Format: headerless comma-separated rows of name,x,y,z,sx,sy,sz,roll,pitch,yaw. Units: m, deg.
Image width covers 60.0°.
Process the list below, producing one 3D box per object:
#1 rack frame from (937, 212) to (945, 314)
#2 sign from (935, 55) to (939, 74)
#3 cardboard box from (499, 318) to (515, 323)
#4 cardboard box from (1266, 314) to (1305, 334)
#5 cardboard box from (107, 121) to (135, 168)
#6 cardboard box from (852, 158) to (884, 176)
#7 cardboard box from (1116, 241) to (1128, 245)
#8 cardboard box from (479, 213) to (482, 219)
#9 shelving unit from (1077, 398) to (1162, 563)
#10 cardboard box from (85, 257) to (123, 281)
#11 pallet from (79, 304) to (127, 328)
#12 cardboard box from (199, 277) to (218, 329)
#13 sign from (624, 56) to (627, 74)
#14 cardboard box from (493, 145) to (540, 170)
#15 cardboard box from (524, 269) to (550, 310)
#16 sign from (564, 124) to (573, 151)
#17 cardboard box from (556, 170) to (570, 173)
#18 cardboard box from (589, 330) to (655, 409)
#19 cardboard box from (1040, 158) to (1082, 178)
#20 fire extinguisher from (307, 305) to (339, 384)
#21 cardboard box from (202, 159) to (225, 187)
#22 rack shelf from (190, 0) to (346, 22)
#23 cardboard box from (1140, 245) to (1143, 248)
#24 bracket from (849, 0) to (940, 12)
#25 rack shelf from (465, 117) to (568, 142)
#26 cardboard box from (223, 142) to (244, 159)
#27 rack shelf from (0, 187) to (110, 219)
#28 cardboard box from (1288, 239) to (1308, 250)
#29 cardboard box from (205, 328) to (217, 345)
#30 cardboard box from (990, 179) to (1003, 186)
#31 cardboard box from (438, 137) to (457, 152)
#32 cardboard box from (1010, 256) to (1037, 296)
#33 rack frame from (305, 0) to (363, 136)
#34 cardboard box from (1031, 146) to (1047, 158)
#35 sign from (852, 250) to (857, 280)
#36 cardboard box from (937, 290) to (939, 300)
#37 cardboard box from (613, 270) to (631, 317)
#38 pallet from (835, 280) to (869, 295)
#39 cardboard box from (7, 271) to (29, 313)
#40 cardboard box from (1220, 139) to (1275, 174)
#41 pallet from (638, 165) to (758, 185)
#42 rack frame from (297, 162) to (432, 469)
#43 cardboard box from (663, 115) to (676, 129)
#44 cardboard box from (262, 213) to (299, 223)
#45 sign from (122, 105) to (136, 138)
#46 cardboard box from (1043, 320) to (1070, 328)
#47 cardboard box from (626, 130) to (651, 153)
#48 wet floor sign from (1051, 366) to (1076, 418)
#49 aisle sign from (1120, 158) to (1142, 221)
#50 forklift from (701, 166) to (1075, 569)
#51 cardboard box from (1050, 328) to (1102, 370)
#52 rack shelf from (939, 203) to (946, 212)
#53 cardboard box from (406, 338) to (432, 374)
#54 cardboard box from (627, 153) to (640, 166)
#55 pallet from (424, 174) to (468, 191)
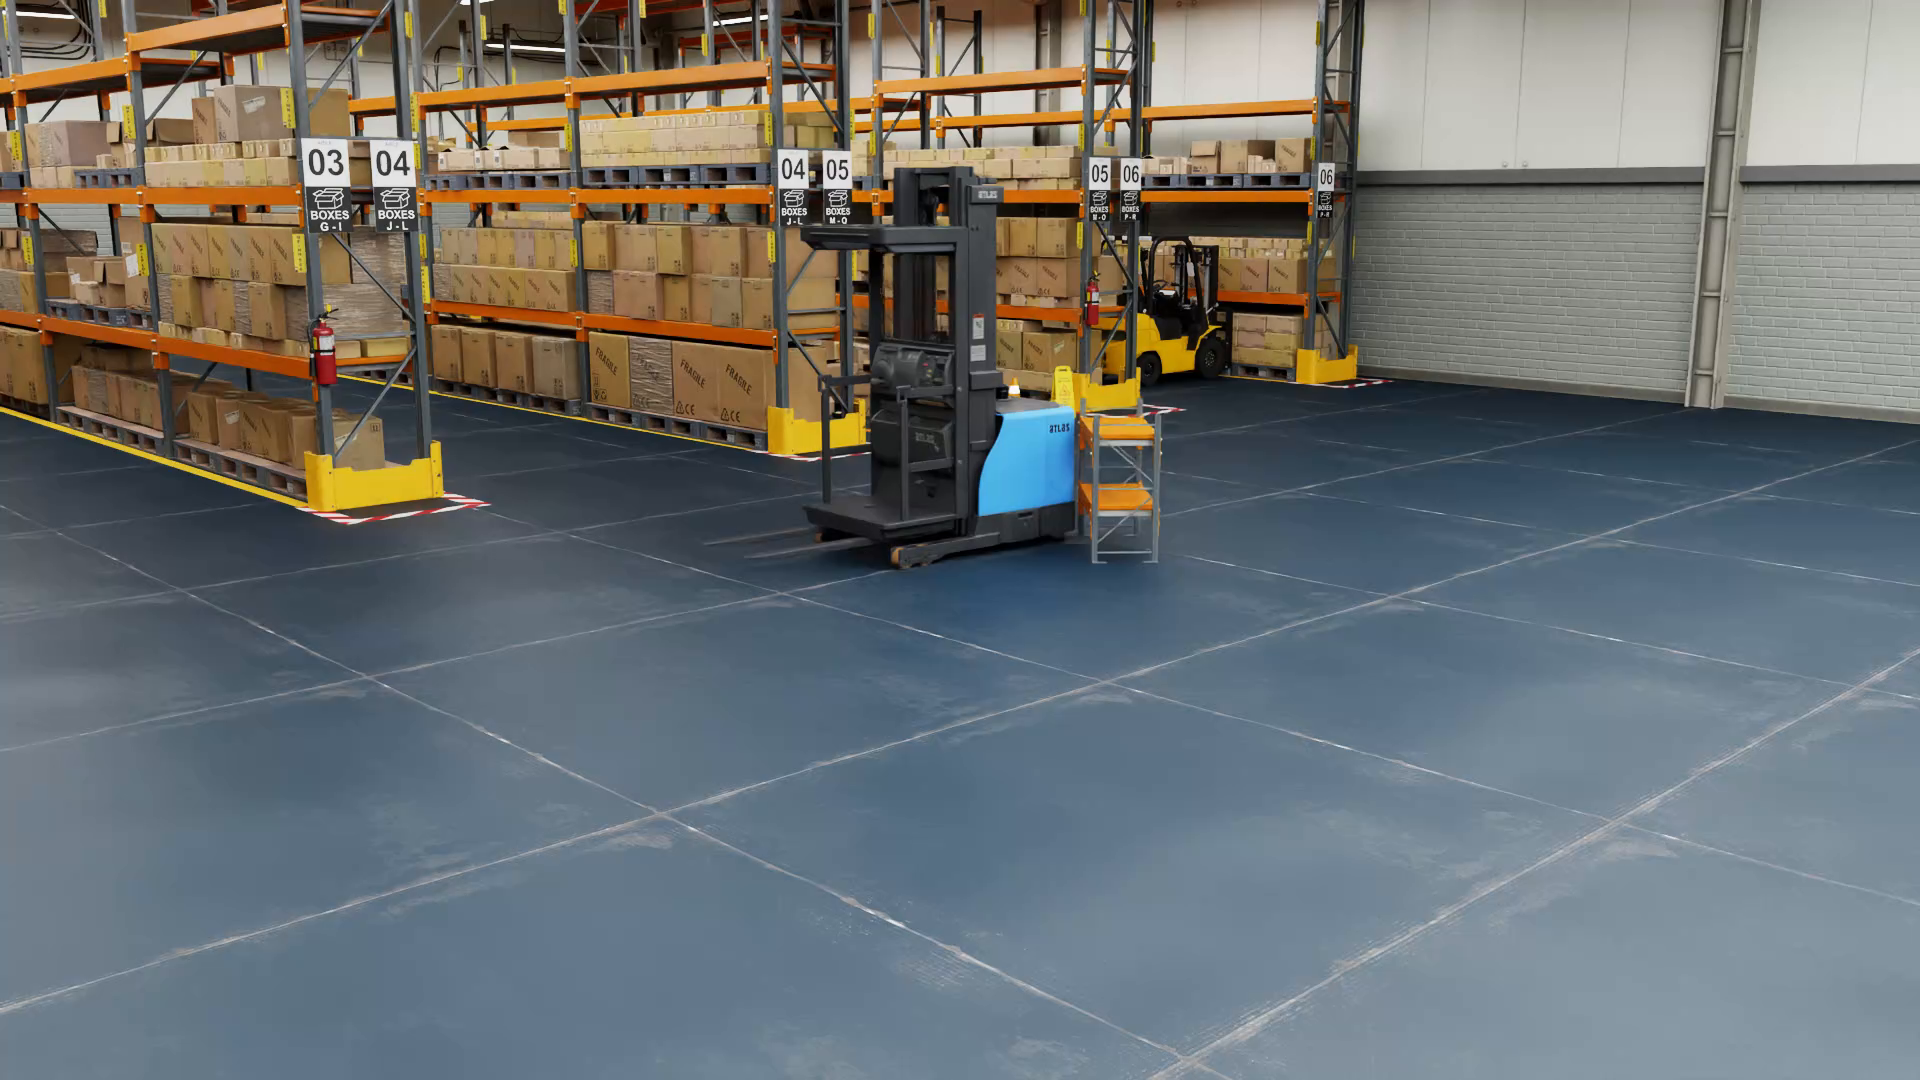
rack frame,-0.010,-5.048,30.481,1.000,3.000,0.127,-11,16,-43
sign,-0.396,-8.406,29.400,0.100,0.325,0.005,-11,16,-43
cardboard box,-8.594,-4.392,32.604,0.875,0.438,0.875,11,16,43
cardboard box,4.971,-3.253,25.063,0.500,0.250,0.500,-10,15,-41
cardboard box,-8.907,-4.336,18.296,0.797,0.503,0.637,-10,15,-40
cardboard box,-1.344,-5.439,24.273,0.500,0.250,0.500,-11,16,-44
cardboard box,2.757,-4.889,27.115,0.380,0.149,0.250,-10,16,-41
cardboard box,-9.078,-6.290,32.173,0.380,0.149,0.250,-10,16,-41
shelving unit,1.231,-0.484,12.973,0.538,1.125,1.048,0,12,-1
cardboard box,-9.906,-3.089,19.682,0.700,0.500,0.500,-8,14,-34
pallet,-9.369,-2.598,19.063,1.003,0.211,1.213,-11,16,-43
cardboard box,-6.999,-2.375,16.520,0.875,0.500,0.500,-11,16,-43
sign,-5.976,-8.452,29.622,0.100,0.325,0.005,-11,16,-43
cardboard box,-5.716,-4.973,21.615,0.500,0.311,0.500,11,16,43
cardboard box,-5.249,-3.229,21.405,0.500,0.500,0.500,-11,16,-43
sign,-4.732,-4.867,20.107,0.100,0.325,0.005,-11,16,-43
cardboard box,-7.033,-6.646,29.849,0.396,0.266,0.258,-10,15,-41
cardboard box,-3.962,-2.131,20.547,0.875,0.875,0.875,-11,16,-42
cardboard box,1.378,-4.767,21.317,0.500,0.250,0.500,-11,16,-43
fire extinguisher,-5.495,-1.689,14.366,0.296,0.674,0.183,-11,16,-43
cardboard box,-6.803,-3.459,15.707,0.500,0.250,0.500,-11,16,-44
rack shelf,-11.252,-8.741,27.083,1.077,0.370,4.000,-11,16,-43
cardboard box,2.962,-4.710,26.986,0.380,0.149,0.250,-10,16,-41
bracket,-0.781,-10.072,31.078,0.076,0.066,4.783,-11,16,-43
rack shelf,-7.741,-7.622,30.879,1.077,0.370,4.000,-11,16,-43
cardboard box,-6.551,-3.586,15.336,0.250,0.149,0.380,11,16,42
rack shelf,-12.147,-4.384,21.605,1.077,0.370,4.000,-11,16,-43
cardboard box,5.114,-4.416,24.820,0.380,0.149,0.250,-11,16,-42
cardboard box,-7.191,-2.016,16.385,0.380,0.149,0.250,-11,16,-43
cardboard box,0.614,-4.738,22.166,0.250,0.149,0.380,11,16,44
cardboard box,-7.544,-5.717,24.150,0.396,0.266,0.258,-11,16,-43
cardboard box,1.010,-3.498,21.970,0.500,0.500,0.500,-11,16,-42
rack frame,-9.871,-7.174,25.930,1.000,3.000,0.127,-11,16,-43
cardboard box,1.140,-5.011,21.513,0.380,0.149,0.250,-11,16,-43
sign,-1.178,-3.023,18.310,0.100,0.325,0.005,-11,16,-43
cardboard box,-0.287,-3.453,23.363,0.380,0.149,0.250,-10,15,-41
cardboard box,-3.686,-3.012,20.225,0.875,0.550,0.550,-11,16,-43
pallet,-1.258,-3.810,24.947,1.003,0.211,1.213,-11,16,-43
cardboard box,-11.625,-3.135,20.947,0.500,0.500,0.500,-11,16,-43
cardboard box,4.397,-5.848,25.391,0.700,0.500,0.500,-11,16,-42
pallet,-2.950,-4.195,19.124,1.003,0.211,1.213,-11,16,-43
rack frame,-5.241,-1.808,14.751,1.000,3.000,0.127,-11,16,-43
cardboard box,-3.115,-4.700,18.714,0.380,0.149,0.250,-11,16,-42
cardboard box,-11.095,-5.102,27.279,0.500,0.500,0.500,-10,16,-41
sign,-8.402,-4.229,16.812,0.100,0.325,0.005,-11,16,-43
cardboard box,1.853,-3.696,28.762,0.875,0.625,0.625,-11,16,-43
cardboard box,-3.512,-4.606,19.249,0.500,0.250,0.500,-11,16,-43
wet floor sign,1.284,-1.859,20.833,0.267,0.644,0.232,-5,13,-23
aisle sign,2.194,-4.496,21.358,0.394,0.787,0.004,-11,16,-43
forklift,-0.526,-1.336,12.632,3.031,2.935,1.130,-10,15,-39
cardboard box,1.553,-2.574,22.388,0.500,0.500,0.500,11,16,43
rack shelf,1.371,-5.873,28.834,1.077,0.370,4.000,-11,16,-43
cardboard box,-7.752,-2.692,24.201,0.500,0.500,0.500,-11,16,-43
cardboard box,-3.636,-4.420,19.331,0.380,0.149,0.250,-11,16,-43
pallet,-6.625,-4.942,22.998,1.213,0.211,1.003,-10,15,-40
